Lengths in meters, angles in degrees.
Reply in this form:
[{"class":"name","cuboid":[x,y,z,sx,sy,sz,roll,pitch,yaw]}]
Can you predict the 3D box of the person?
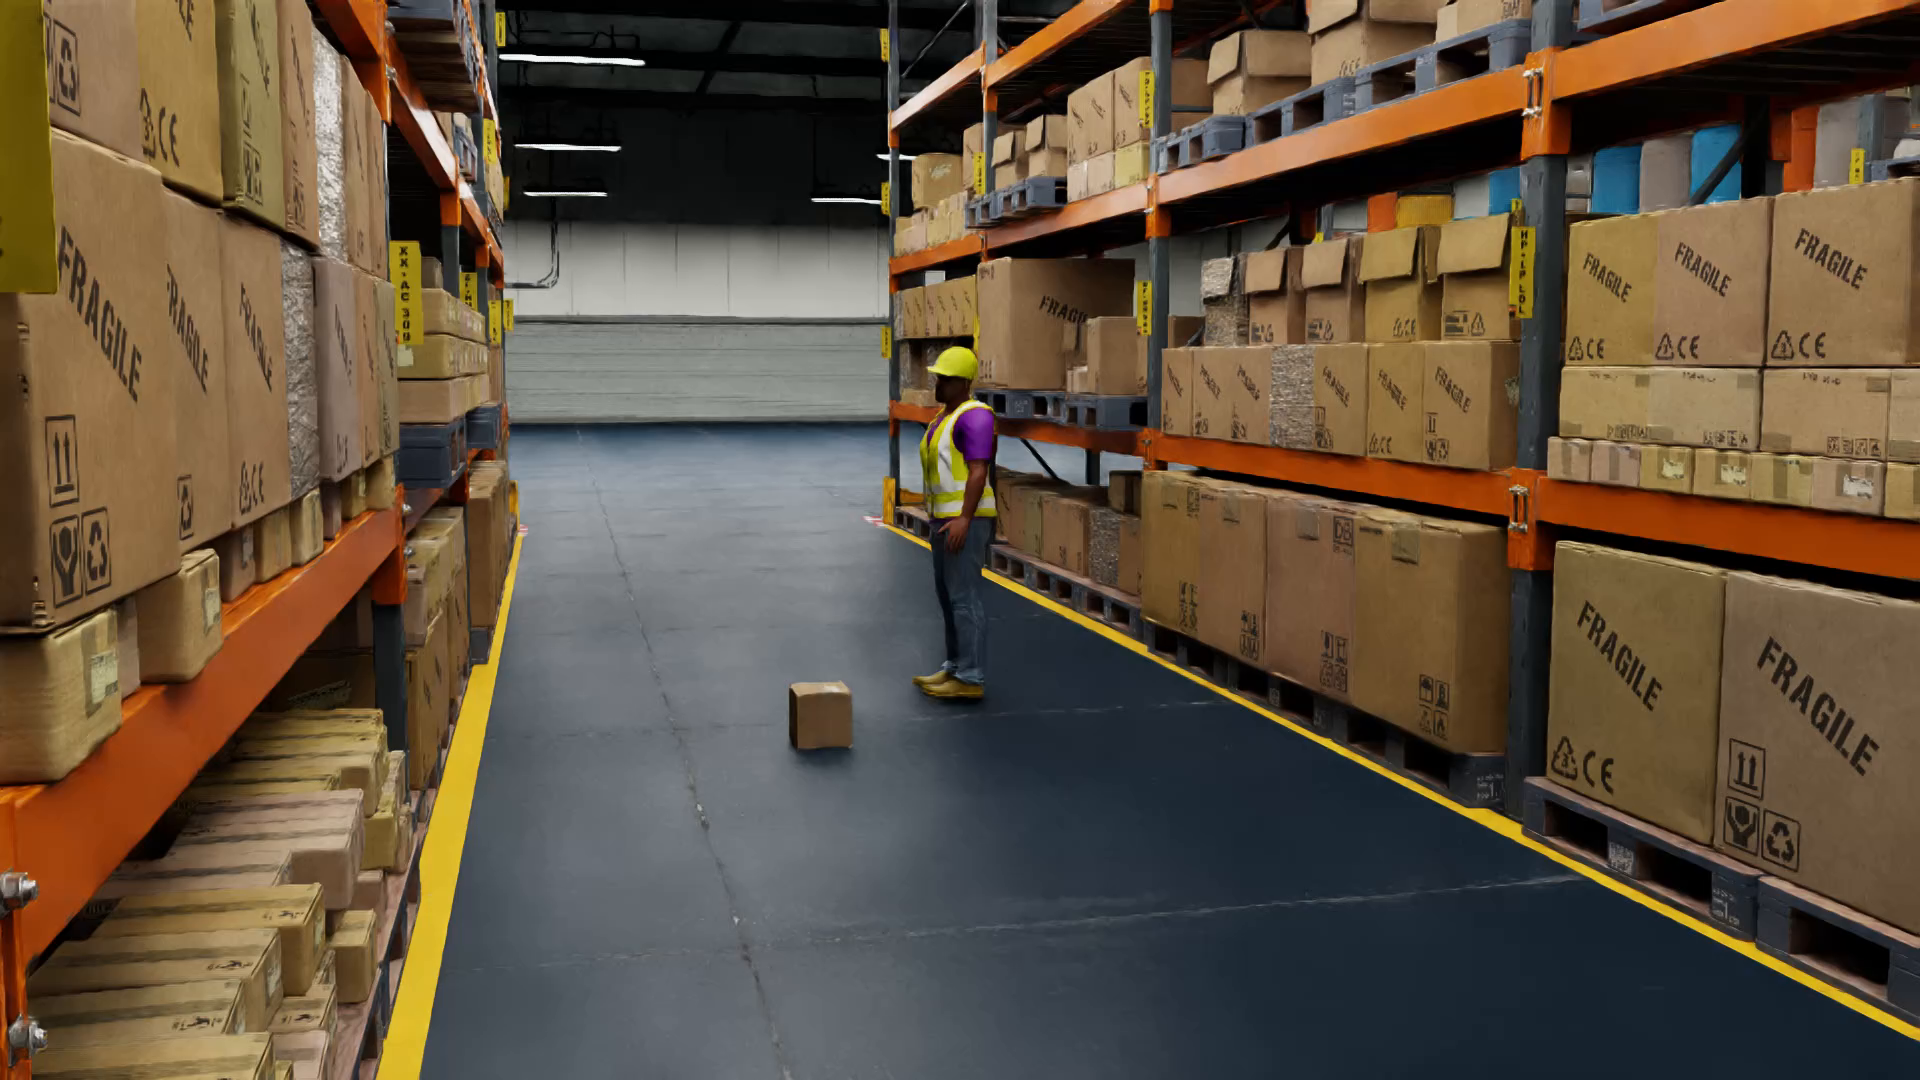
[{"class":"person","cuboid":[-0.028,-0.090,8.451,0.385,1.772,0.627,-2,6,-19]}]
